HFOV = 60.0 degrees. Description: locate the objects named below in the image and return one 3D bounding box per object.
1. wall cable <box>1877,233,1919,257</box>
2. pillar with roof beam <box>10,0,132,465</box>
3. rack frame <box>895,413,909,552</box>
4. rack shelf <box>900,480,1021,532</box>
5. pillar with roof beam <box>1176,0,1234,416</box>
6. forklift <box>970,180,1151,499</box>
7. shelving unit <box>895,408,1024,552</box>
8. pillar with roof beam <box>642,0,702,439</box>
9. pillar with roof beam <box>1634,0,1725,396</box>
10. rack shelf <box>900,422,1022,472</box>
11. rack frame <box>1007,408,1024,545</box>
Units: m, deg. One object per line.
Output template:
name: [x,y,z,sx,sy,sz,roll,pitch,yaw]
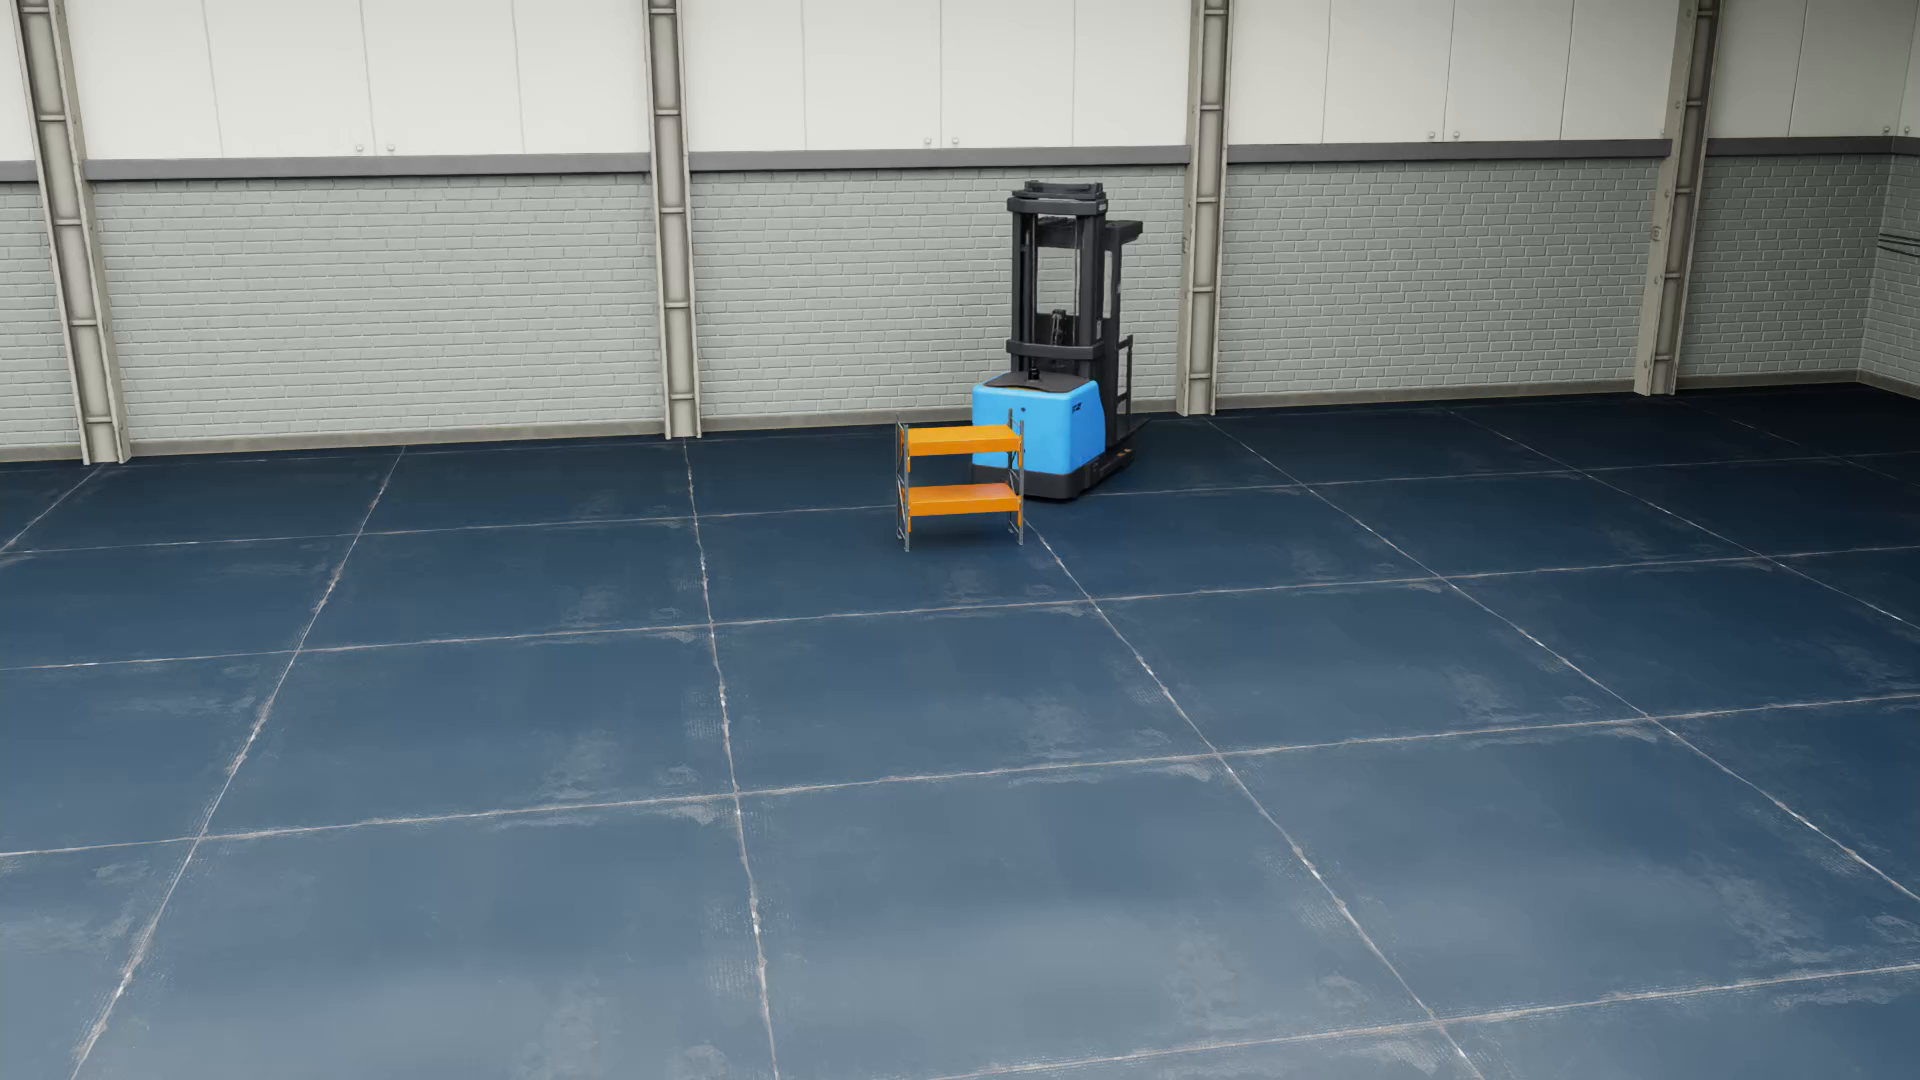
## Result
wall cable: [11.825,-4.445,19.245,0.112,2.526,3.097,-3,17,-10]
pillar with roof beam: [-8.175,-3.902,12.191,0.400,9.000,9.100,-3,17,-10]
rack frame: [-0.506,-0.509,14.553,0.032,1.125,0.500,-3,17,-10]
rack shelf: [-0.007,-0.304,14.717,1.000,0.278,0.538,-3,17,-10]
pillar with roof beam: [3.607,-4.571,14.367,0.400,9.000,9.100,-3,17,-10]
forklift: [1.179,-2.181,16.920,1.130,2.935,3.031,8,19,24]
shelving unit: [-0.007,-0.537,14.645,1.048,1.125,0.538,-3,17,-10]
pillar with roof beam: [-2.284,-4.237,13.279,0.400,9.000,9.100,-3,17,-10]
pillar with roof beam: [9.498,-4.905,15.455,0.400,9.000,9.100,-3,17,-10]
rack shelf: [-0.007,-0.817,14.559,1.000,0.278,0.538,-3,17,-10]
rack frame: [0.492,-0.566,14.738,0.032,1.125,0.500,-3,17,-10]
